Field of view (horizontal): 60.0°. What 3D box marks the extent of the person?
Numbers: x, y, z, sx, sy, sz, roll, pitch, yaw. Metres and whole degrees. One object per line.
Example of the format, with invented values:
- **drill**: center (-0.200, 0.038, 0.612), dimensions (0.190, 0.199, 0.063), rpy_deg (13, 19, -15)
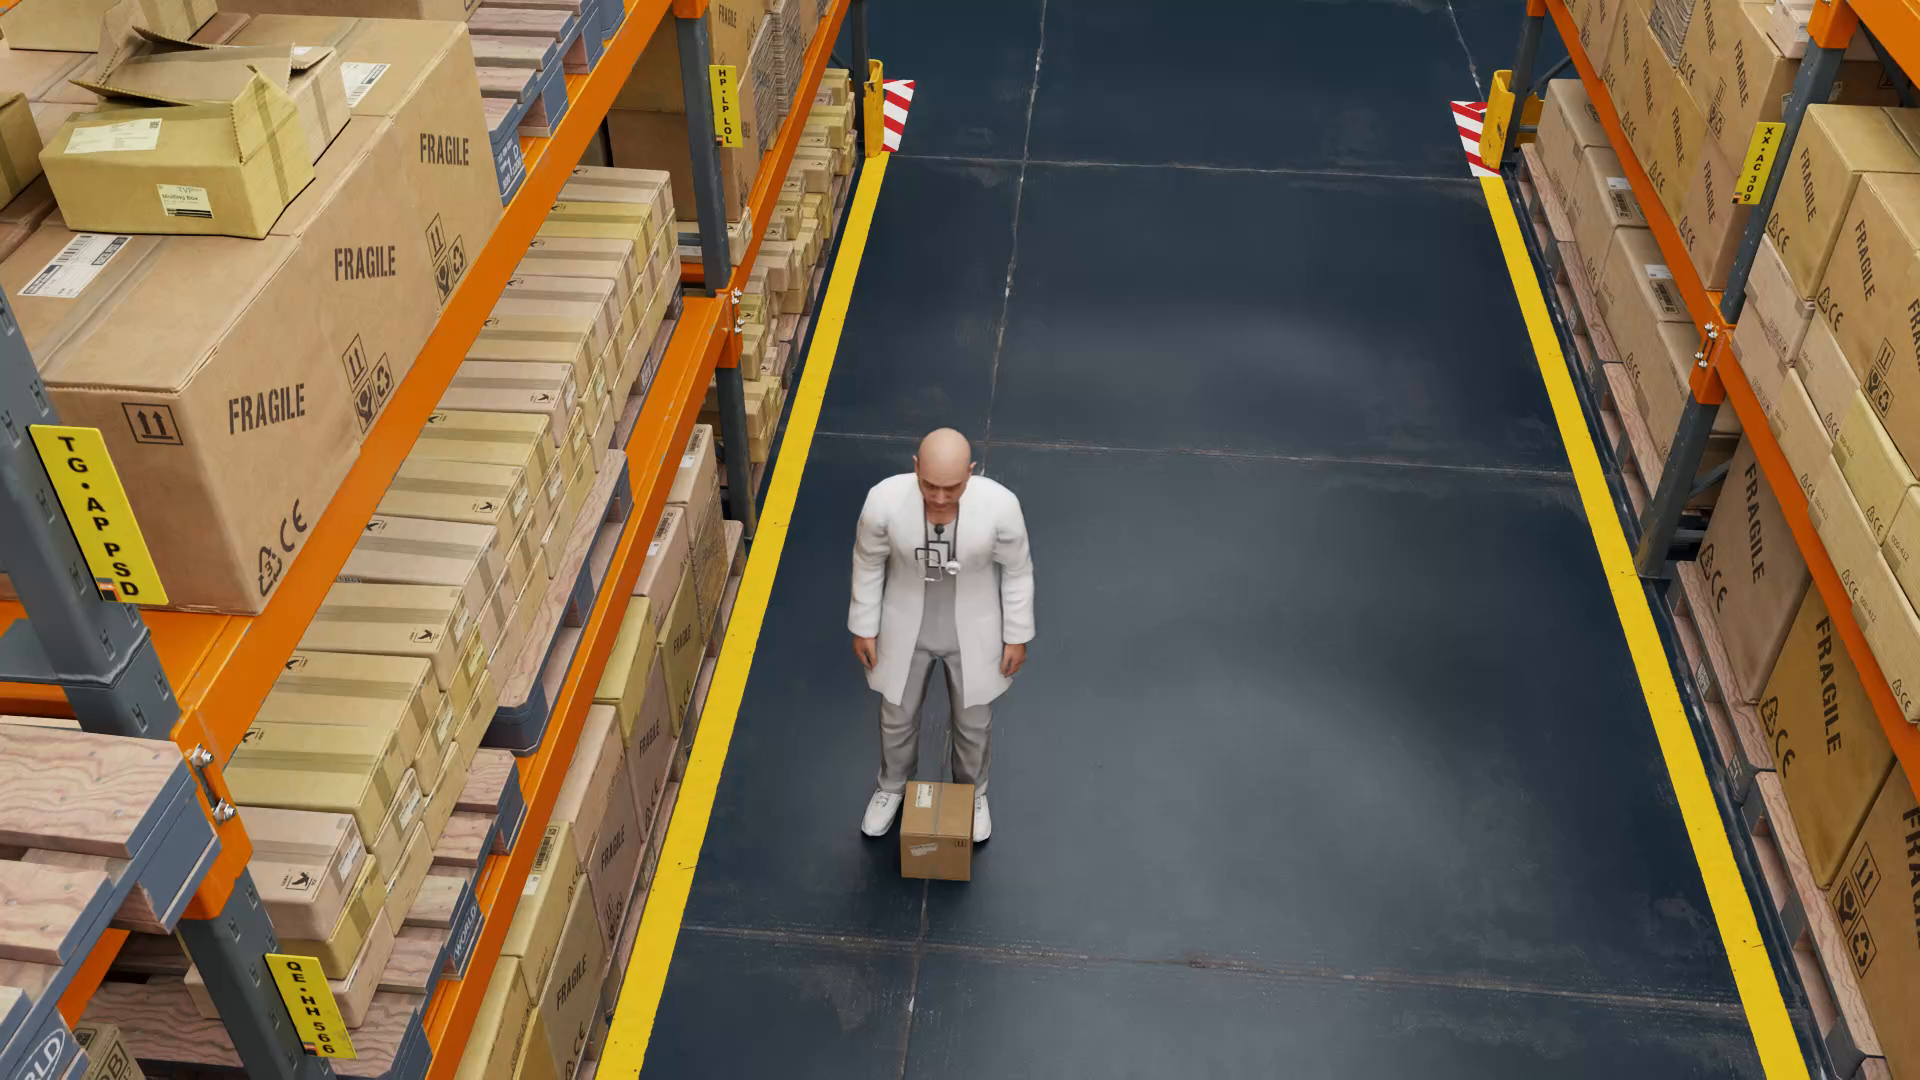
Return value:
- **person**: center (-0.066, 0.321, 5.778), dimensions (0.651, 1.774, 0.416), rpy_deg (3, 40, 4)
